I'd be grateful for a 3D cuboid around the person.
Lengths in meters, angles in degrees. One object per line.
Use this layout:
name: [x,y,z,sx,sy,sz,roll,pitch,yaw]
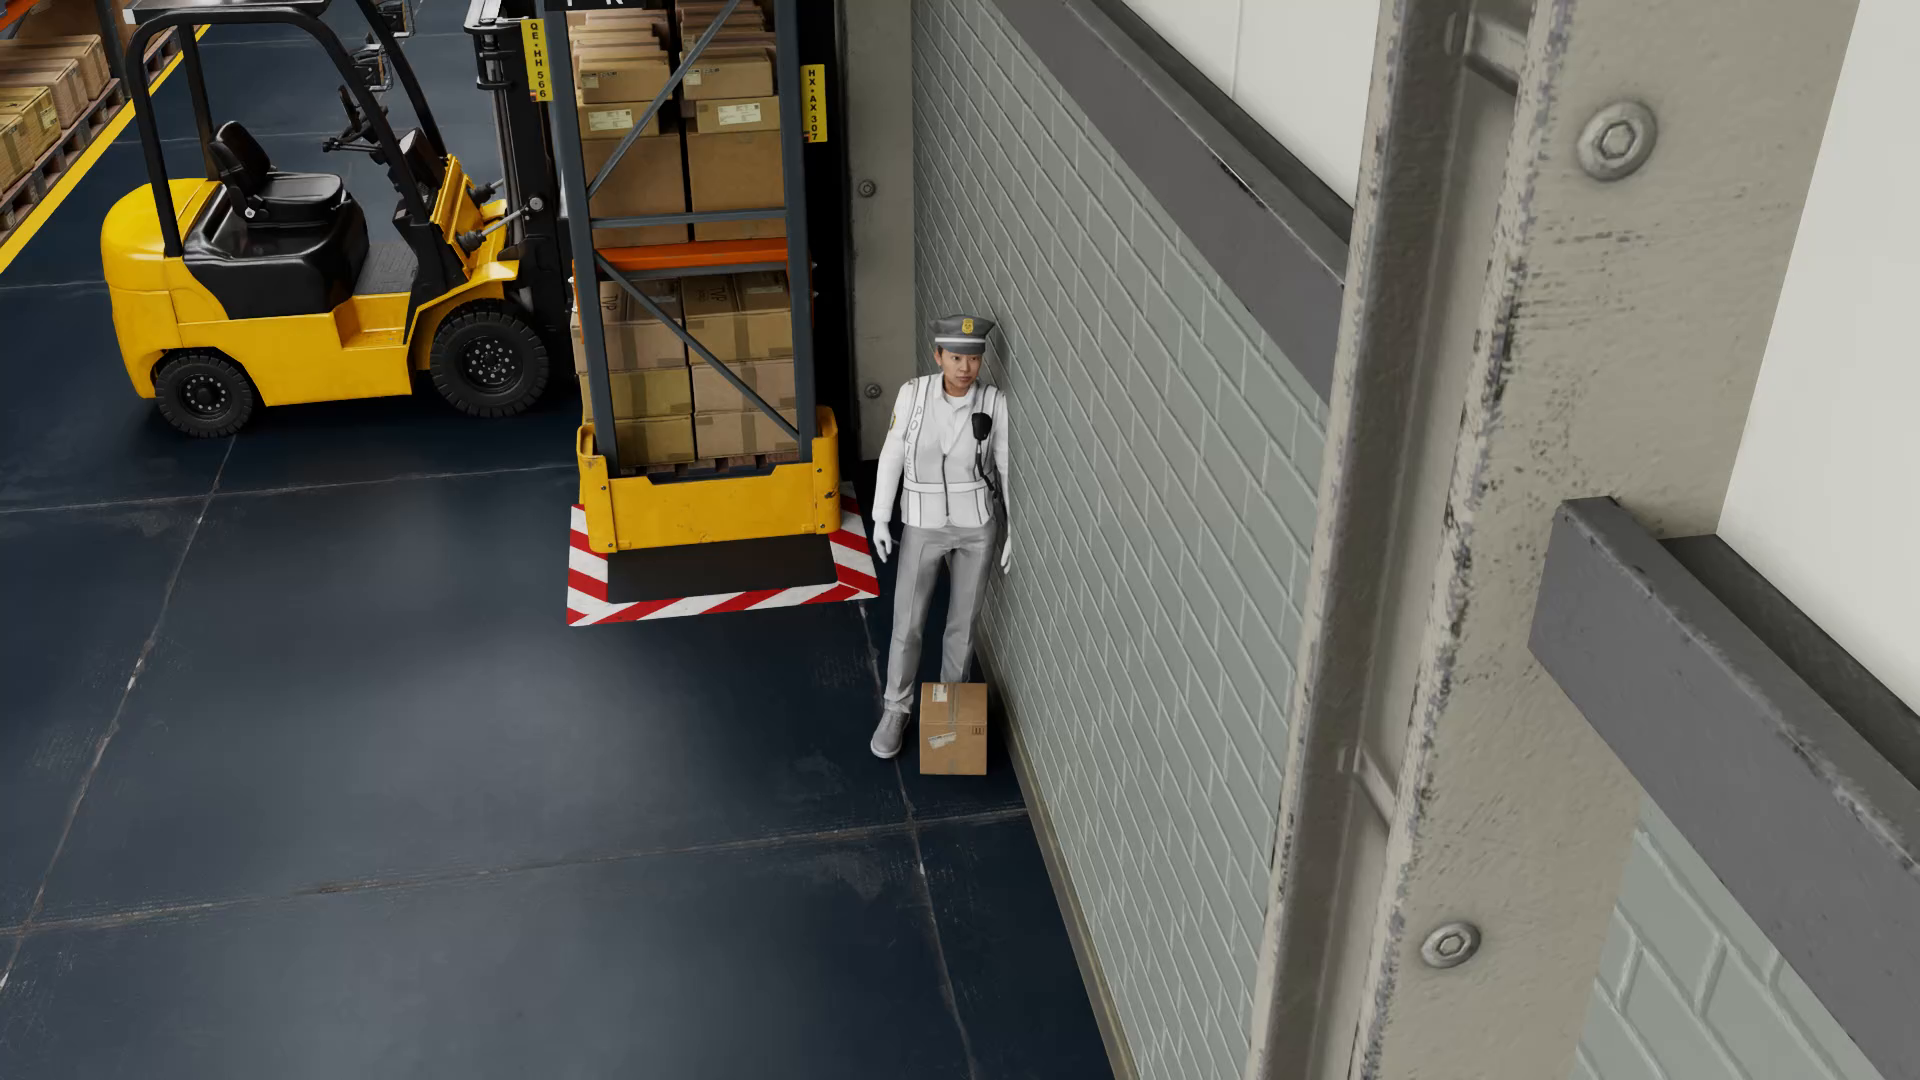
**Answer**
person: [-0.042,-0.017,6.111,0.586,1.694,0.531,1,31,2]
